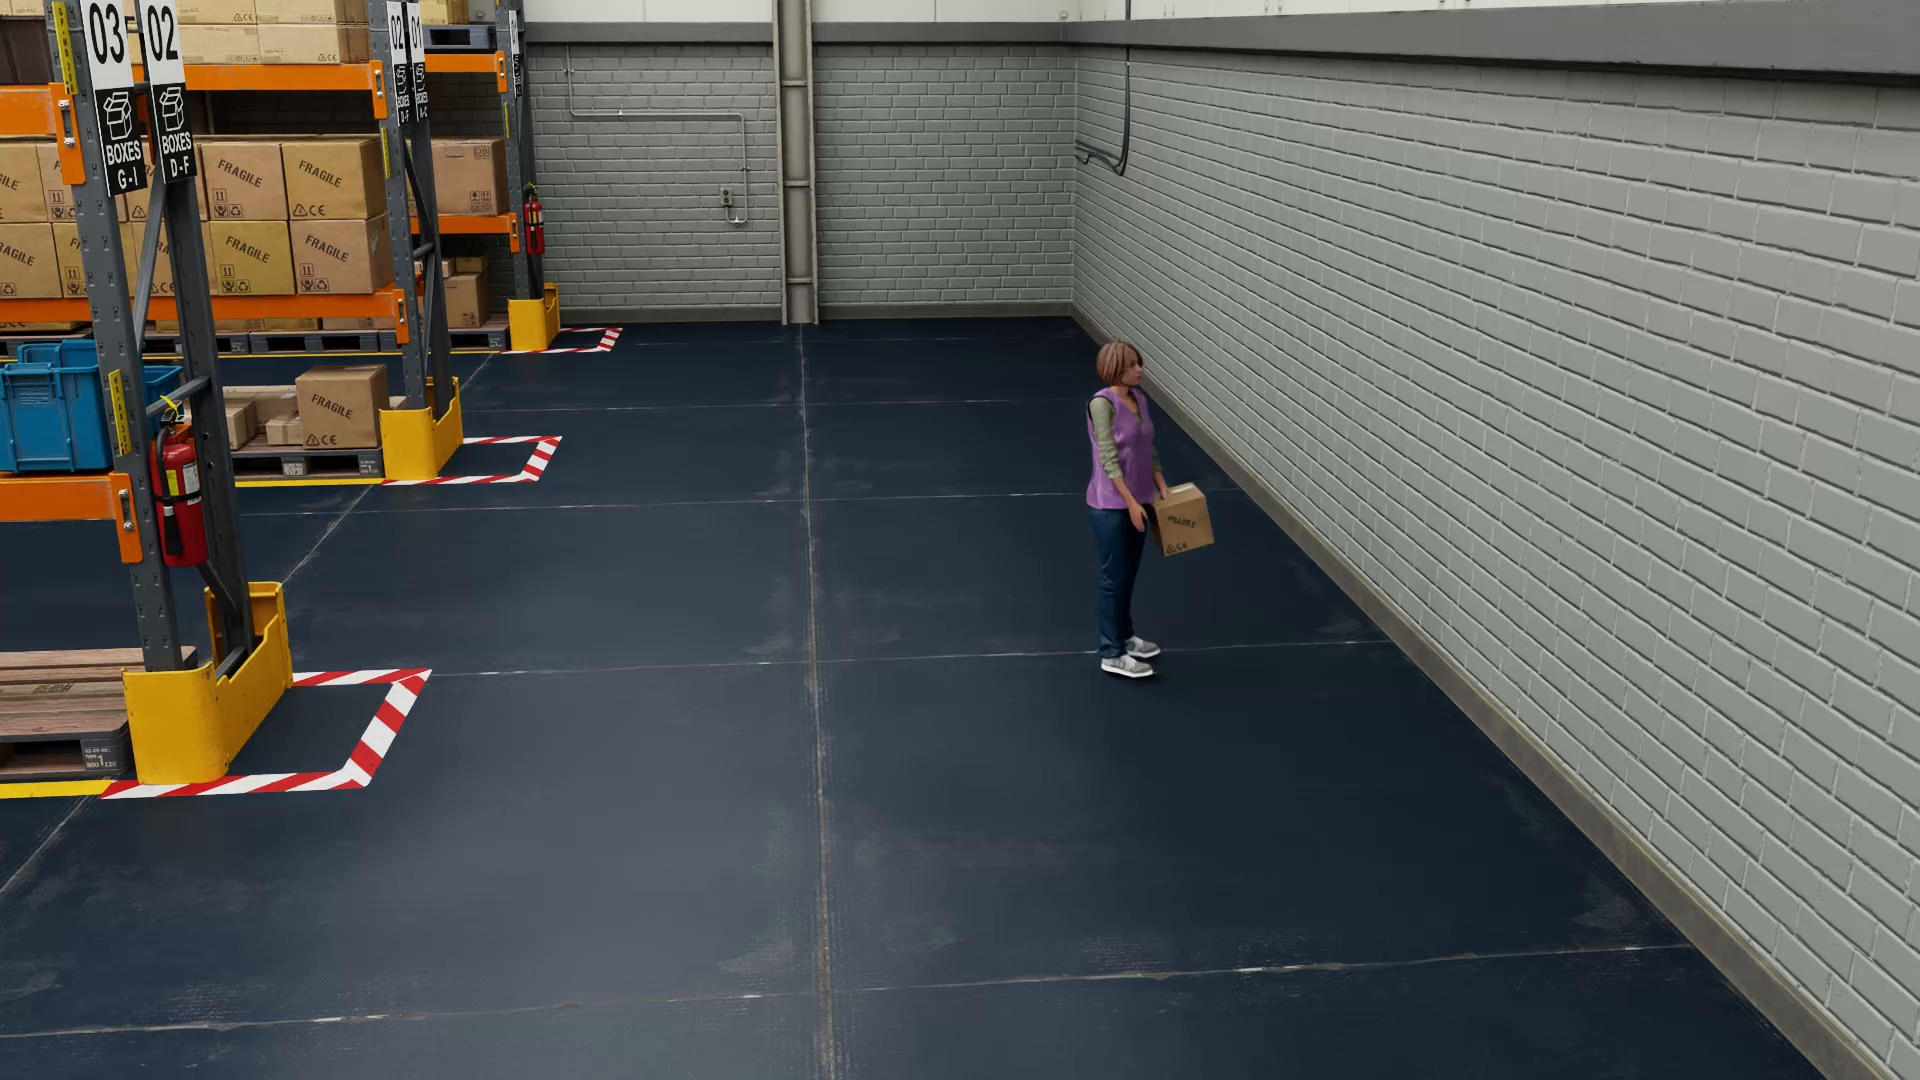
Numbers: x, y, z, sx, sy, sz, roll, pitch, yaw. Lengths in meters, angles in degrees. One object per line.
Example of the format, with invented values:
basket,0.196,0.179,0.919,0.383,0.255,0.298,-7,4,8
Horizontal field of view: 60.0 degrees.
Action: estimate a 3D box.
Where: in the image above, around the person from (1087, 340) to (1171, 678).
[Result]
person,0.841,-0.157,8.028,0.437,1.604,0.433,13,21,36
